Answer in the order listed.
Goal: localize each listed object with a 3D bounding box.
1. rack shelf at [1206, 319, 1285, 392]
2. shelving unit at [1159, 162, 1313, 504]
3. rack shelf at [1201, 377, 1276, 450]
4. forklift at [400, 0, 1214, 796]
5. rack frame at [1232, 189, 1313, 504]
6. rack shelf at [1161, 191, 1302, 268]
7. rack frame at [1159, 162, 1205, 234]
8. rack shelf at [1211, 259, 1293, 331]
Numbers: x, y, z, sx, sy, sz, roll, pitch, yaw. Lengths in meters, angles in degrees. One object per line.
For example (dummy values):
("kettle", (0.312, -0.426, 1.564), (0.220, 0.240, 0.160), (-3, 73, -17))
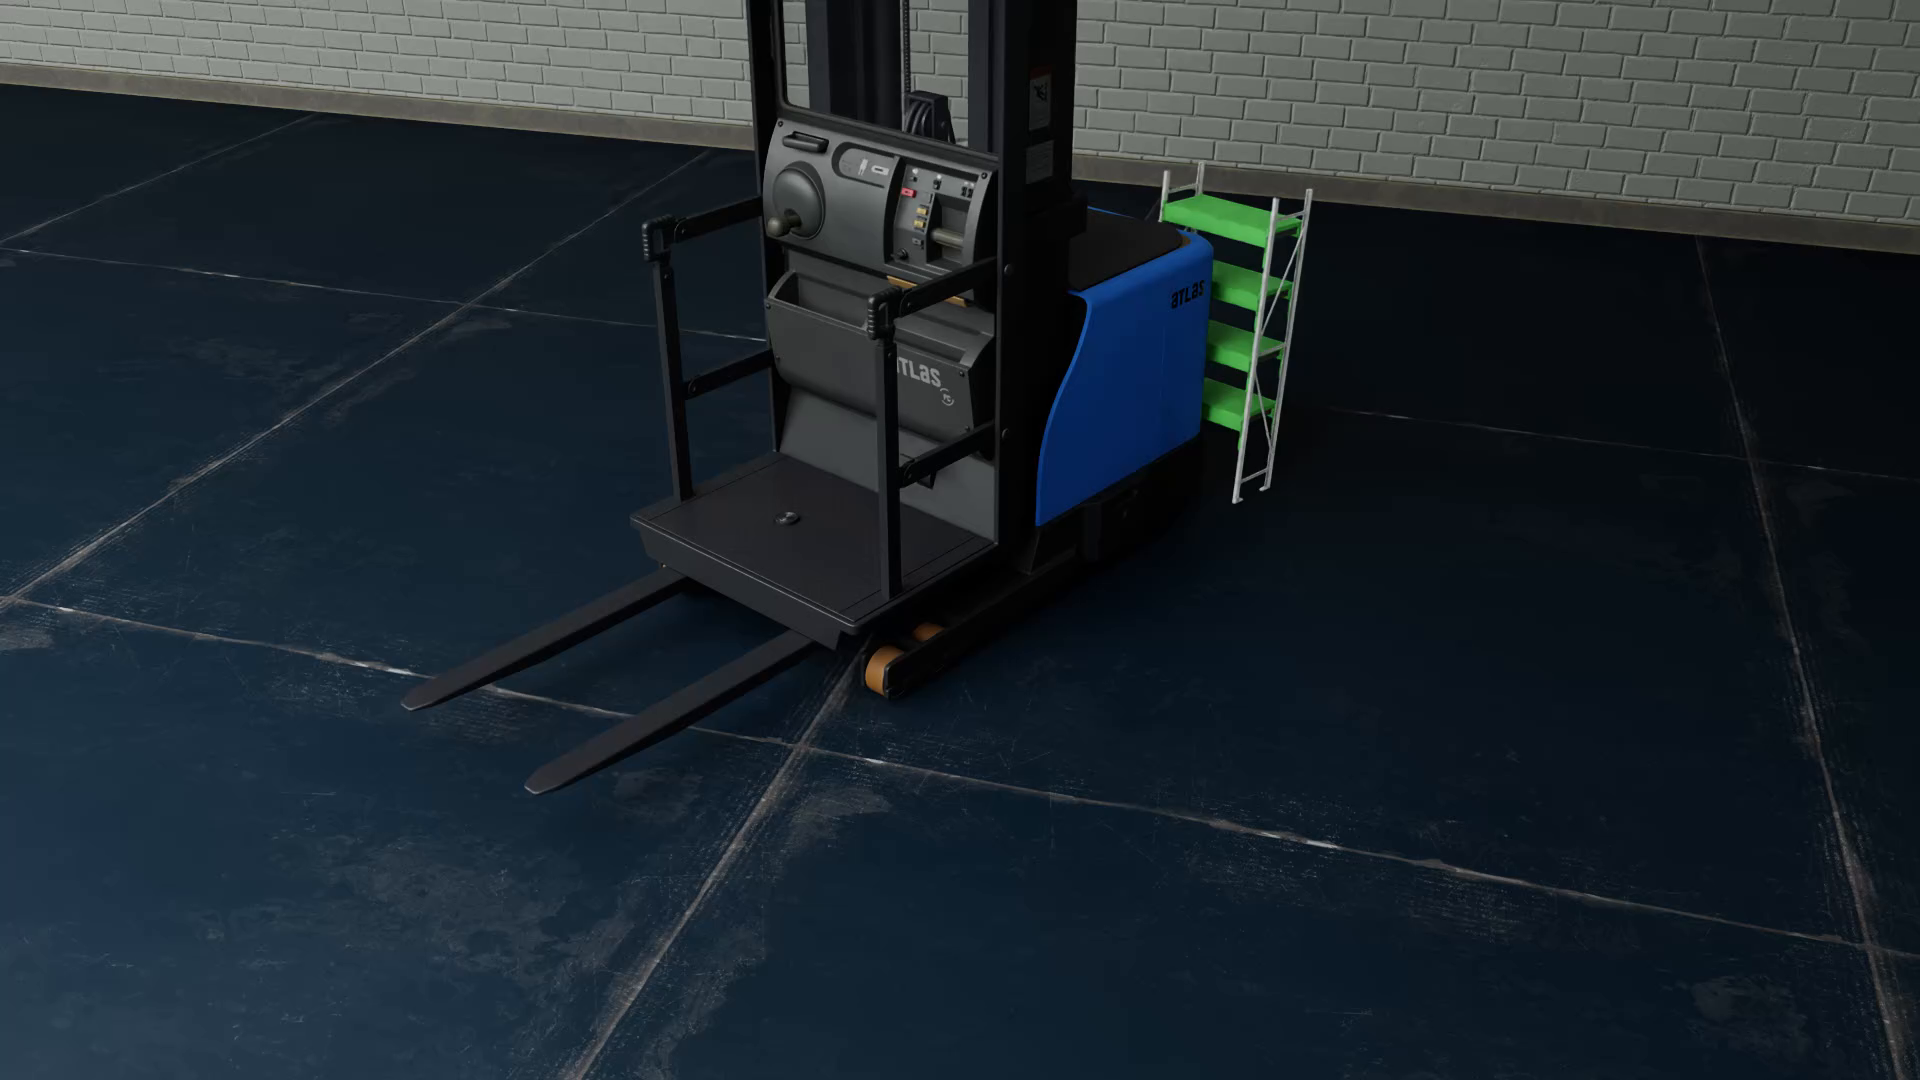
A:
("rack shelf", (0.997, -0.740, 6.460), (0.480, 0.148, 0.258), (25, 33, 37))
("shelving unit", (1.001, -0.798, 6.432), (0.503, 1.200, 0.258), (25, 33, 37))
("rack shelf", (0.985, -0.525, 6.565), (0.480, 0.148, 0.258), (25, 33, 37))
("forklift", (-0.413, -1.051, 5.125), (1.130, 2.935, 3.031), (23, 36, 35))
("rack frame", (1.177, -0.716, 6.284), (0.015, 1.200, 0.240), (25, 33, 37))
("rack shelf", (1.022, -1.171, 6.249), (0.480, 0.148, 0.258), (25, 33, 37))
("rack frame", (0.824, -0.880, 6.579), (0.015, 1.200, 0.240), (25, 33, 37))
("rack shelf", (1.010, -0.956, 6.354), (0.480, 0.148, 0.258), (25, 33, 37))
